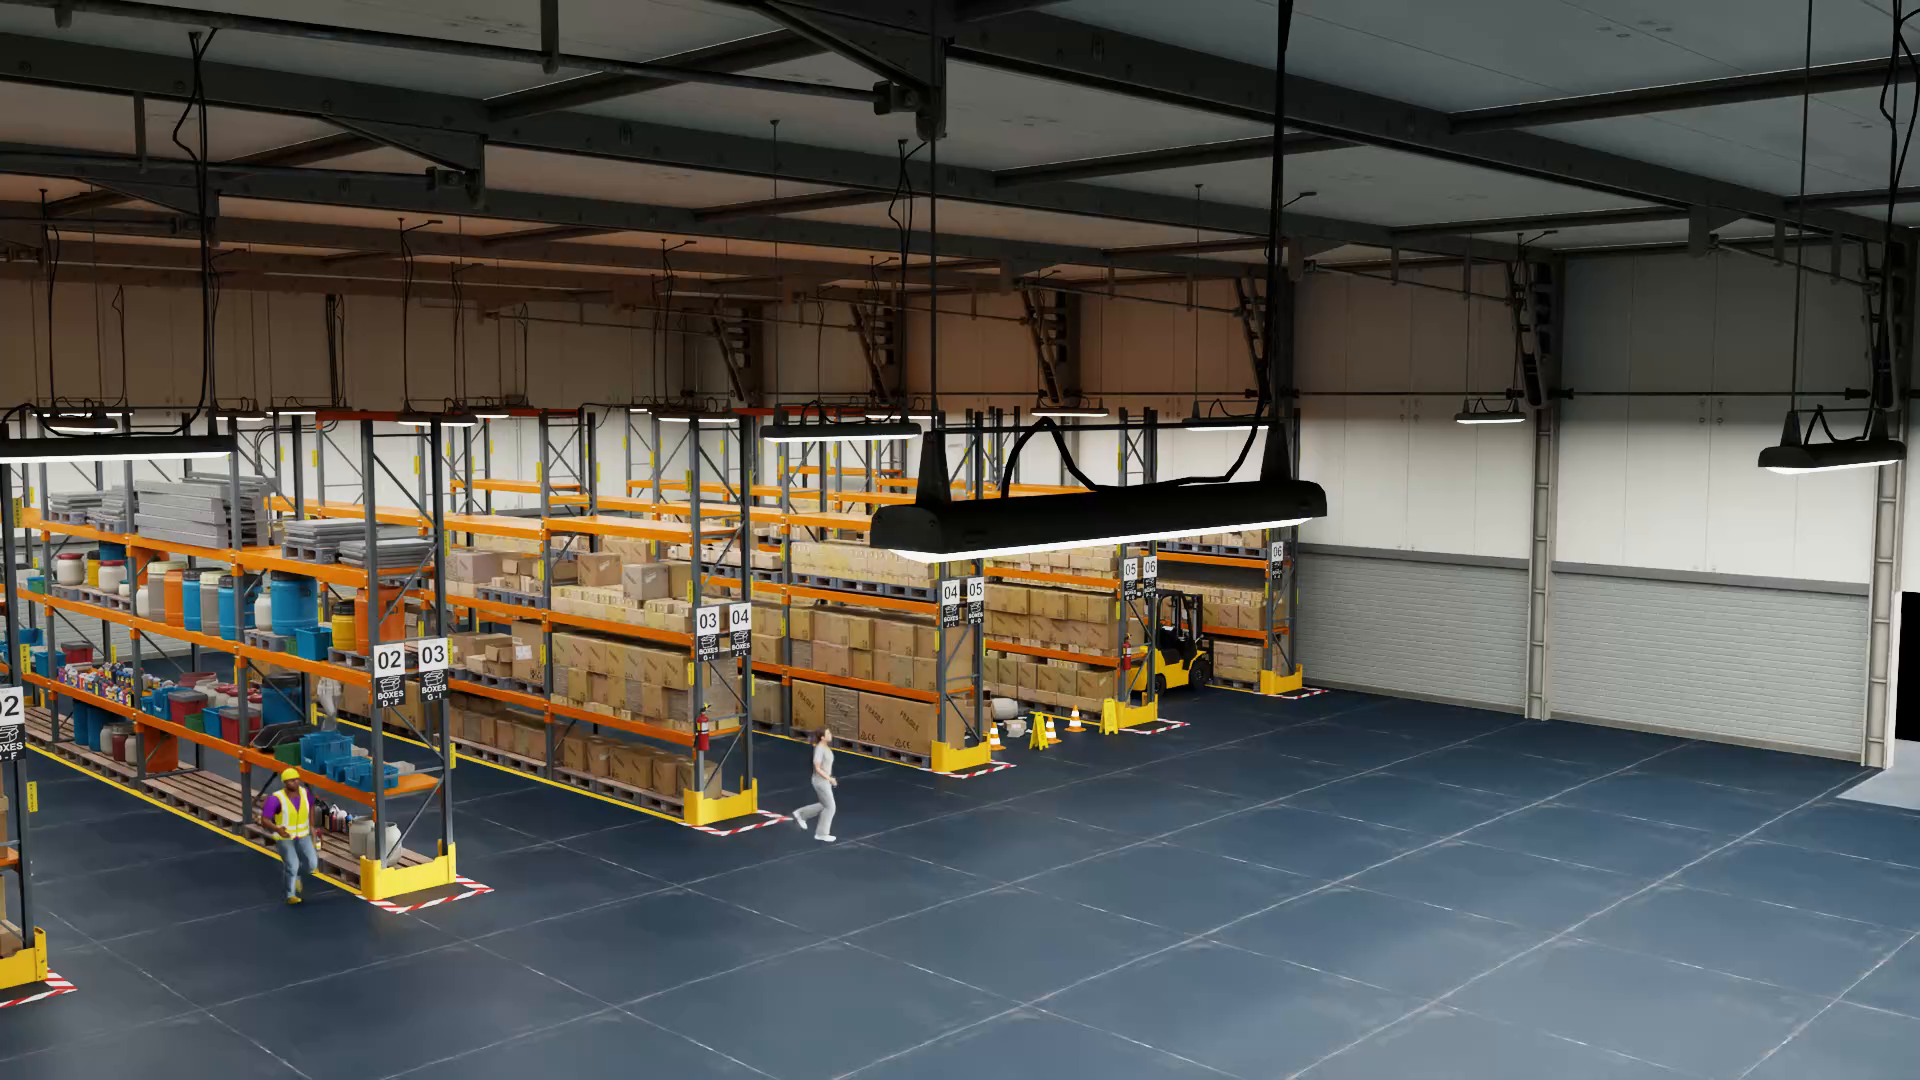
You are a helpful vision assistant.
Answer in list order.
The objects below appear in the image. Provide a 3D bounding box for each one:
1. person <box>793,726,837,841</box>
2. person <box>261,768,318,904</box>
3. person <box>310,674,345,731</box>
[{"bbox_3d":[-2.047,3.439,23.553,0.639,1.649,0.573,0,5,0],"label":"person"},{"bbox_3d":[-8.230,3.666,20.523,0.610,1.725,0.728,4,7,40],"label":"person"},{"bbox_3d":[-11.440,2.845,30.194,0.627,1.713,0.853,-4,7,-40],"label":"person"}]
